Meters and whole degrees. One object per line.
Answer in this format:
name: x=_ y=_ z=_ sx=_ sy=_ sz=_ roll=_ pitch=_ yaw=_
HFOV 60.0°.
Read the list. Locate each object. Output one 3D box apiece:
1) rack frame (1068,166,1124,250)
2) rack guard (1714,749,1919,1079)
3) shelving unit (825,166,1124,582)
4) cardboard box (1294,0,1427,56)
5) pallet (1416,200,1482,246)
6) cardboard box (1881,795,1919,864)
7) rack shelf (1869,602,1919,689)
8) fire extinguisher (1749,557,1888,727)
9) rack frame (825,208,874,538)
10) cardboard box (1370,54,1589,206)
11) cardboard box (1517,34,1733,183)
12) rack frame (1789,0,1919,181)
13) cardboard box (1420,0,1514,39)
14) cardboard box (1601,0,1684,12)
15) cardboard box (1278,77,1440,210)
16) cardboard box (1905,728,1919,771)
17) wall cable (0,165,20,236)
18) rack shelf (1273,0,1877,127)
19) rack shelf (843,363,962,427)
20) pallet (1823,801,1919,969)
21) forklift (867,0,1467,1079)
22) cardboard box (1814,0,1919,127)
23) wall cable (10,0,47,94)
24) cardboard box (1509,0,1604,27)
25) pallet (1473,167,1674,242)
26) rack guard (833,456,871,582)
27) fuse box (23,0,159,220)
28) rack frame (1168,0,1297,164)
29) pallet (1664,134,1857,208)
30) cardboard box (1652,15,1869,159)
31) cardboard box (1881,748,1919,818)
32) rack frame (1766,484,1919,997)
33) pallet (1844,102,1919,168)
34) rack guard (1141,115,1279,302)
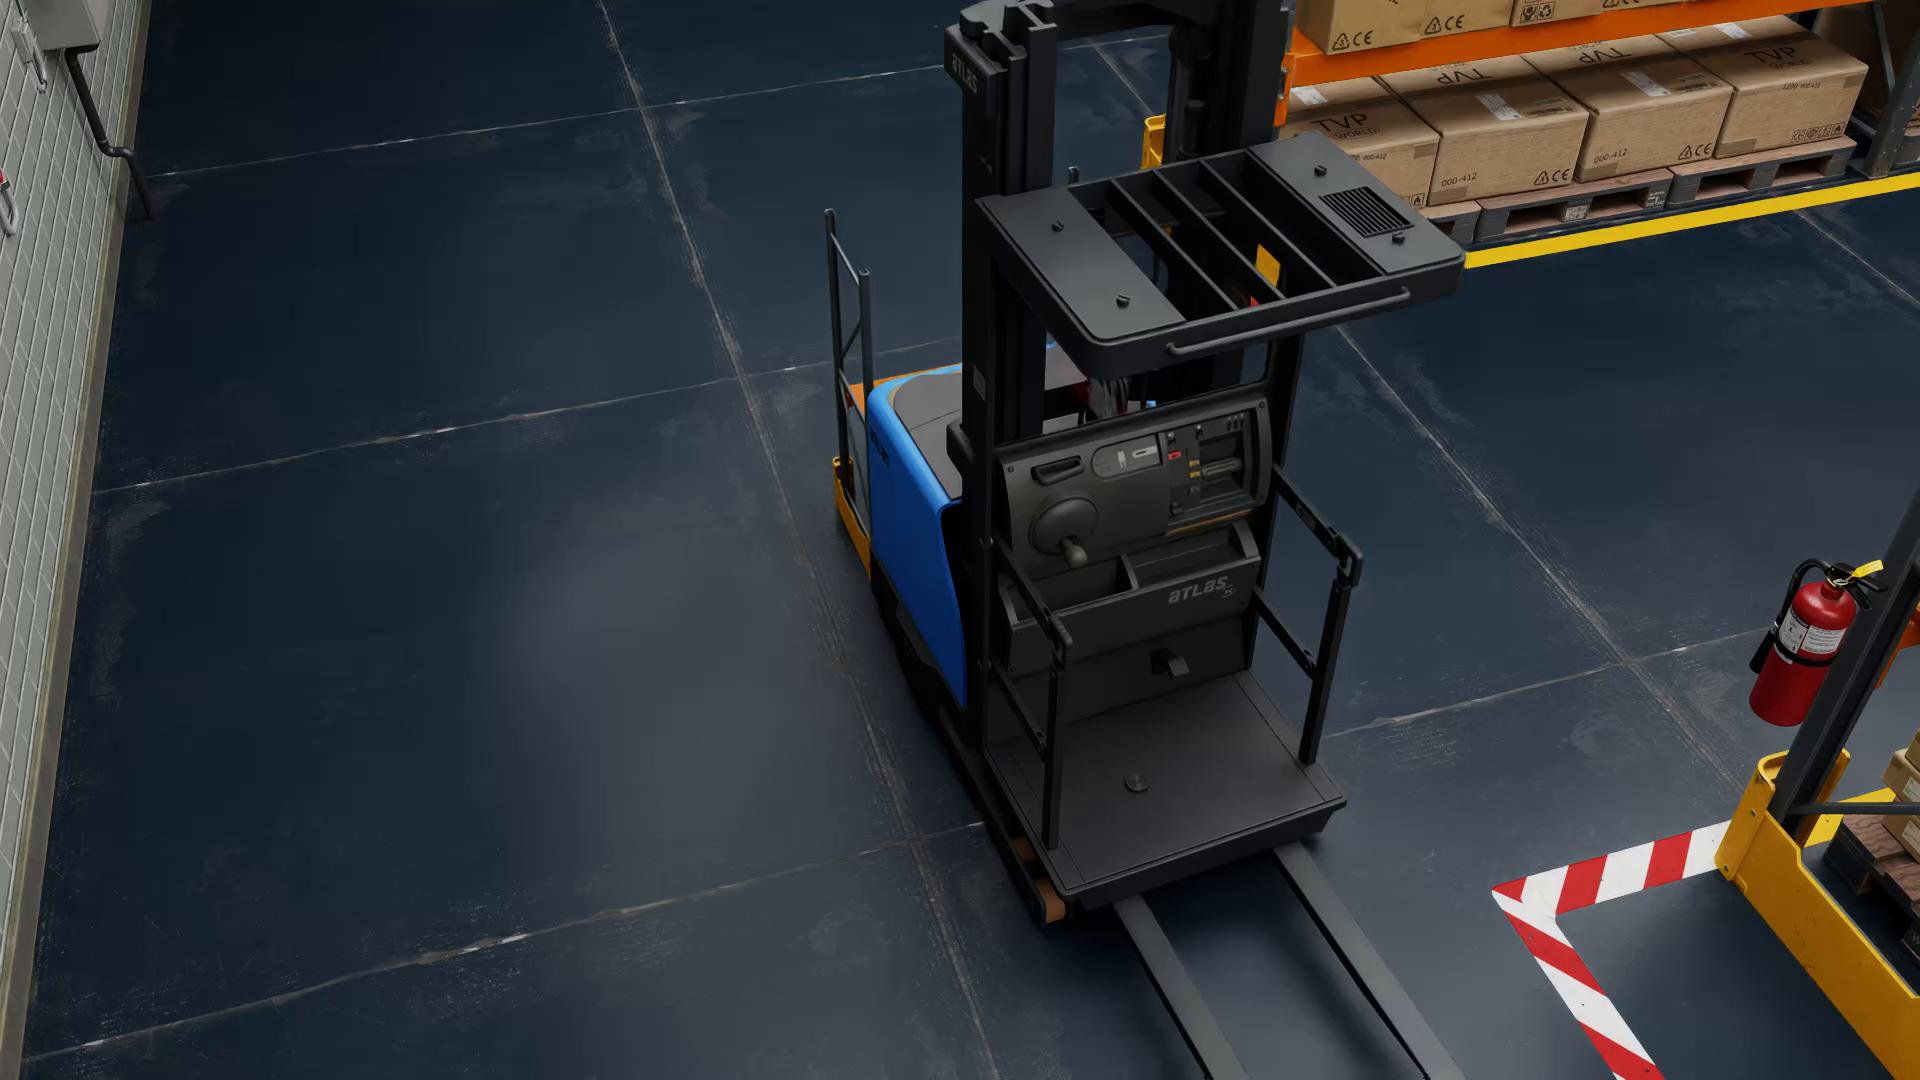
rack frame: x=0.533 y=-0.780 z=7.003 sx=0.032 sy=1.500 sz=0.500 roll=-13 pitch=43 yaw=-14
rack guard: x=3.015 y=1.271 z=5.416 sx=0.348 sy=0.500 sz=1.175 roll=-12 pitch=42 yaw=-13
shelving unit: x=0.044 y=-0.669 z=6.875 sx=1.083 sy=1.500 sz=0.587 roll=-13 pitch=43 yaw=-14
cardboard box: x=1.903 y=-2.695 z=7.978 sx=0.500 sy=0.500 sz=0.500 roll=-12 pitch=43 yaw=-13
pallet: x=2.098 y=-1.899 z=9.263 sx=1.213 sy=0.211 sz=1.003 roll=-12 pitch=42 yaw=-13
cardboard box: x=3.382 y=1.025 z=5.645 sx=0.250 sy=0.149 sz=0.380 roll=-11 pitch=42 yaw=-12
rack shelf: x=4.850 y=0.220 z=5.265 sx=4.000 sy=0.370 sz=1.077 roll=-12 pitch=42 yaw=-13
fire extinguisher: x=2.564 y=0.274 z=4.999 sx=0.183 sy=0.674 sz=0.296 roll=-12 pitch=42 yaw=-13
rack frame: x=-0.428 y=-0.561 z=6.752 sx=0.032 sy=1.500 sz=0.500 roll=-13 pitch=43 yaw=-14
cardboard box: x=2.829 y=-2.315 z=9.248 sx=0.875 sy=0.438 sz=0.875 roll=-11 pitch=42 yaw=-12
cardboard box: x=3.690 y=-2.492 z=9.451 sx=0.875 sy=0.438 sz=0.875 roll=-13 pitch=43 yaw=-14
rack frame: x=5.175 y=-3.533 z=9.014 sx=0.127 sy=3.000 sz=1.000 roll=-12 pitch=42 yaw=-13
cardboard box: x=2.377 y=-2.812 z=8.113 sx=0.500 sy=0.500 sz=0.500 roll=-12 pitch=43 yaw=-14
cardboard box: x=3.341 y=-3.011 z=8.340 sx=0.500 sy=0.500 sz=0.500 roll=-10 pitch=42 yaw=-12
cardboard box: x=1.959 y=-2.129 z=9.035 sx=0.875 sy=0.438 sz=0.875 roll=-13 pitch=43 yaw=-15
cardboard box: x=3.371 y=0.772 z=5.482 sx=0.250 sy=0.149 sz=0.380 roll=-11 pitch=42 yaw=-13
wall cable: x=-4.012 y=-2.008 z=6.472 sx=0.123 sy=1.953 sz=0.585 roll=-12 pitch=42 yaw=-13
rack shelf: x=3.267 y=-2.867 z=8.798 sx=4.000 sy=0.370 sz=1.077 roll=-12 pitch=42 yaw=-13
rack shelf: x=0.053 y=-0.535 z=6.996 sx=1.000 sy=0.185 sz=0.538 roll=-13 pitch=43 yaw=-14
pallet: x=3.801 y=1.241 z=5.669 sx=1.213 sy=0.211 sz=1.003 roll=-12 pitch=42 yaw=-13
forklift: x=0.655 y=-0.103 z=5.141 sx=1.130 sy=2.935 sz=3.031 roll=-15 pitch=43 yaw=-16
cardboard box: x=5.742 y=-3.063 z=9.772 sx=0.875 sy=0.875 sz=0.875 roll=-10 pitch=42 yaw=-12
wall cable: x=-4.449 y=-2.883 z=7.498 sx=0.122 sy=1.984 sz=0.588 roll=-12 pitch=42 yaw=-13
cardboard box: x=2.868 y=-2.901 z=8.215 sx=0.500 sy=0.500 sz=0.500 roll=-12 pitch=43 yaw=-13
pallet: x=3.260 y=-2.138 z=9.537 sx=1.213 sy=0.211 sz=1.003 roll=-12 pitch=42 yaw=-13
rack guard: x=-0.427 y=-0.091 z=7.164 sx=0.087 sy=0.250 sz=0.587 roll=-13 pitch=43 yaw=-14
fuse box: x=-4.504 y=-2.475 z=8.782 sx=0.414 sy=1.711 sz=0.539 roll=-12 pitch=42 yaw=-13
rack frame: x=1.359 y=-2.742 z=8.109 sx=0.127 sy=3.000 sz=1.000 roll=-12 pitch=42 yaw=-13
pallet: x=4.426 y=-2.381 z=9.815 sx=1.213 sy=0.211 sz=1.003 roll=-12 pitch=42 yaw=-13
cardboard box: x=4.543 y=-2.669 z=9.654 sx=0.875 sy=0.438 sz=0.875 roll=-12 pitch=43 yaw=-14
cardboard box: x=3.360 y=0.864 z=5.602 sx=0.250 sy=0.149 sz=0.380 roll=-13 pitch=43 yaw=-14
rack frame: x=2.943 y=0.344 z=4.576 sx=0.127 sy=3.000 sz=1.000 roll=-12 pitch=42 yaw=-13
pallet: x=5.888 y=-2.682 z=10.160 sx=1.213 sy=0.211 sz=1.003 roll=-12 pitch=42 yaw=-13
rack guard: x=1.336 y=-1.796 z=8.926 sx=0.348 sy=0.500 sz=1.175 roll=-12 pitch=42 yaw=-13
